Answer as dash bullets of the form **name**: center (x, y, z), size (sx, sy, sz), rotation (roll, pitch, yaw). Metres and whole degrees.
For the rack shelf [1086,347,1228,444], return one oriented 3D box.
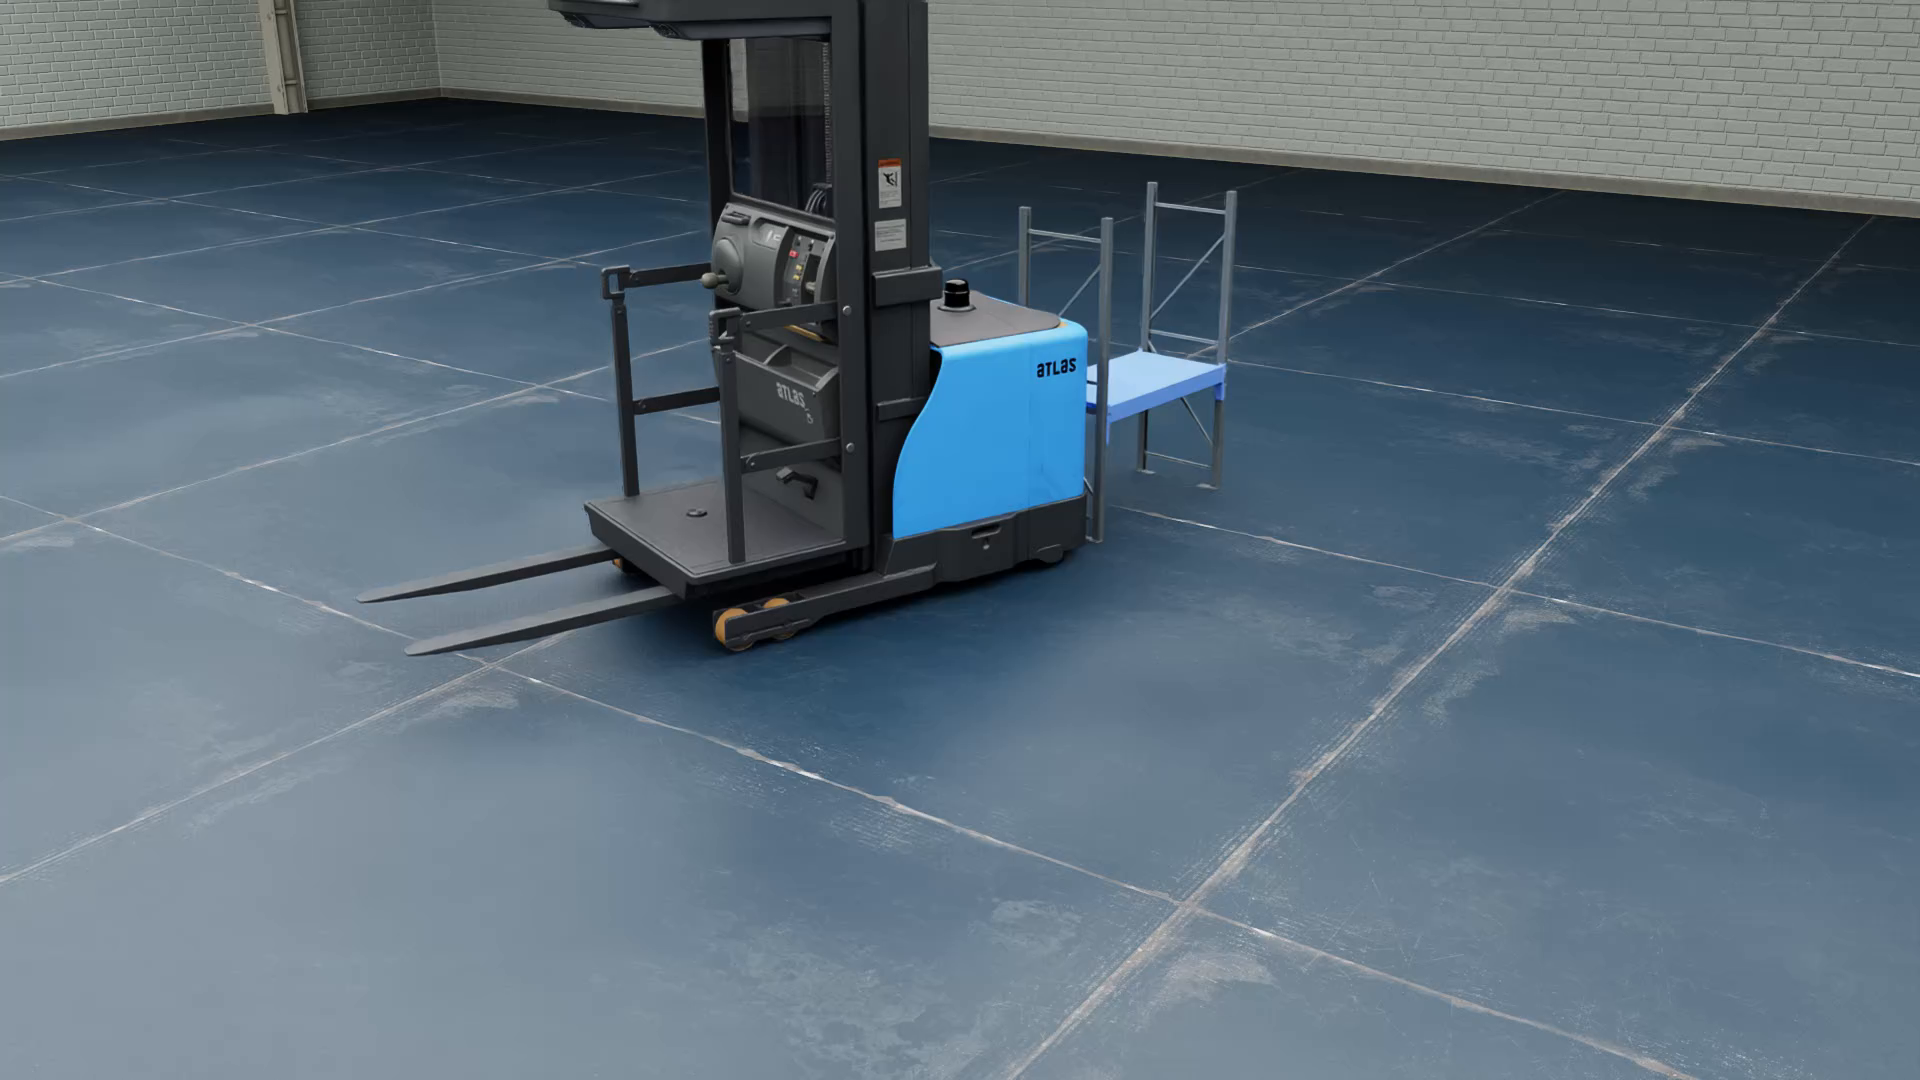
- **rack shelf**: center (0.797, -0.712, 8.046), size (0.538, 0.185, 1.000), rotation (16, 26, 37)

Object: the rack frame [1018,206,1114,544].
- **rack frame**: center (0.467, -0.746, 7.620), size (0.500, 1.500, 0.032), rotation (16, 26, 37)

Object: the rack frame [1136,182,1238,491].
- **rack frame**: center (1.126, -1.015, 8.346), size (0.500, 1.500, 0.032), rotation (16, 26, 37)

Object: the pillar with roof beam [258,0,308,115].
- **pillar with roof beam**: center (-6.665, -9.911, 21.588), size (9.100, 9.000, 0.400), rotation (13, 24, 32)

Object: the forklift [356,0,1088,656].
- **forklift**: center (-0.933, -1.143, 6.631), size (3.031, 2.935, 1.130), rotation (-13, 24, -32)

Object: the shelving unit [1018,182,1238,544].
- **shelving unit**: center (0.797, -0.880, 7.983), size (0.538, 1.500, 1.048), rotation (16, 26, 37)
